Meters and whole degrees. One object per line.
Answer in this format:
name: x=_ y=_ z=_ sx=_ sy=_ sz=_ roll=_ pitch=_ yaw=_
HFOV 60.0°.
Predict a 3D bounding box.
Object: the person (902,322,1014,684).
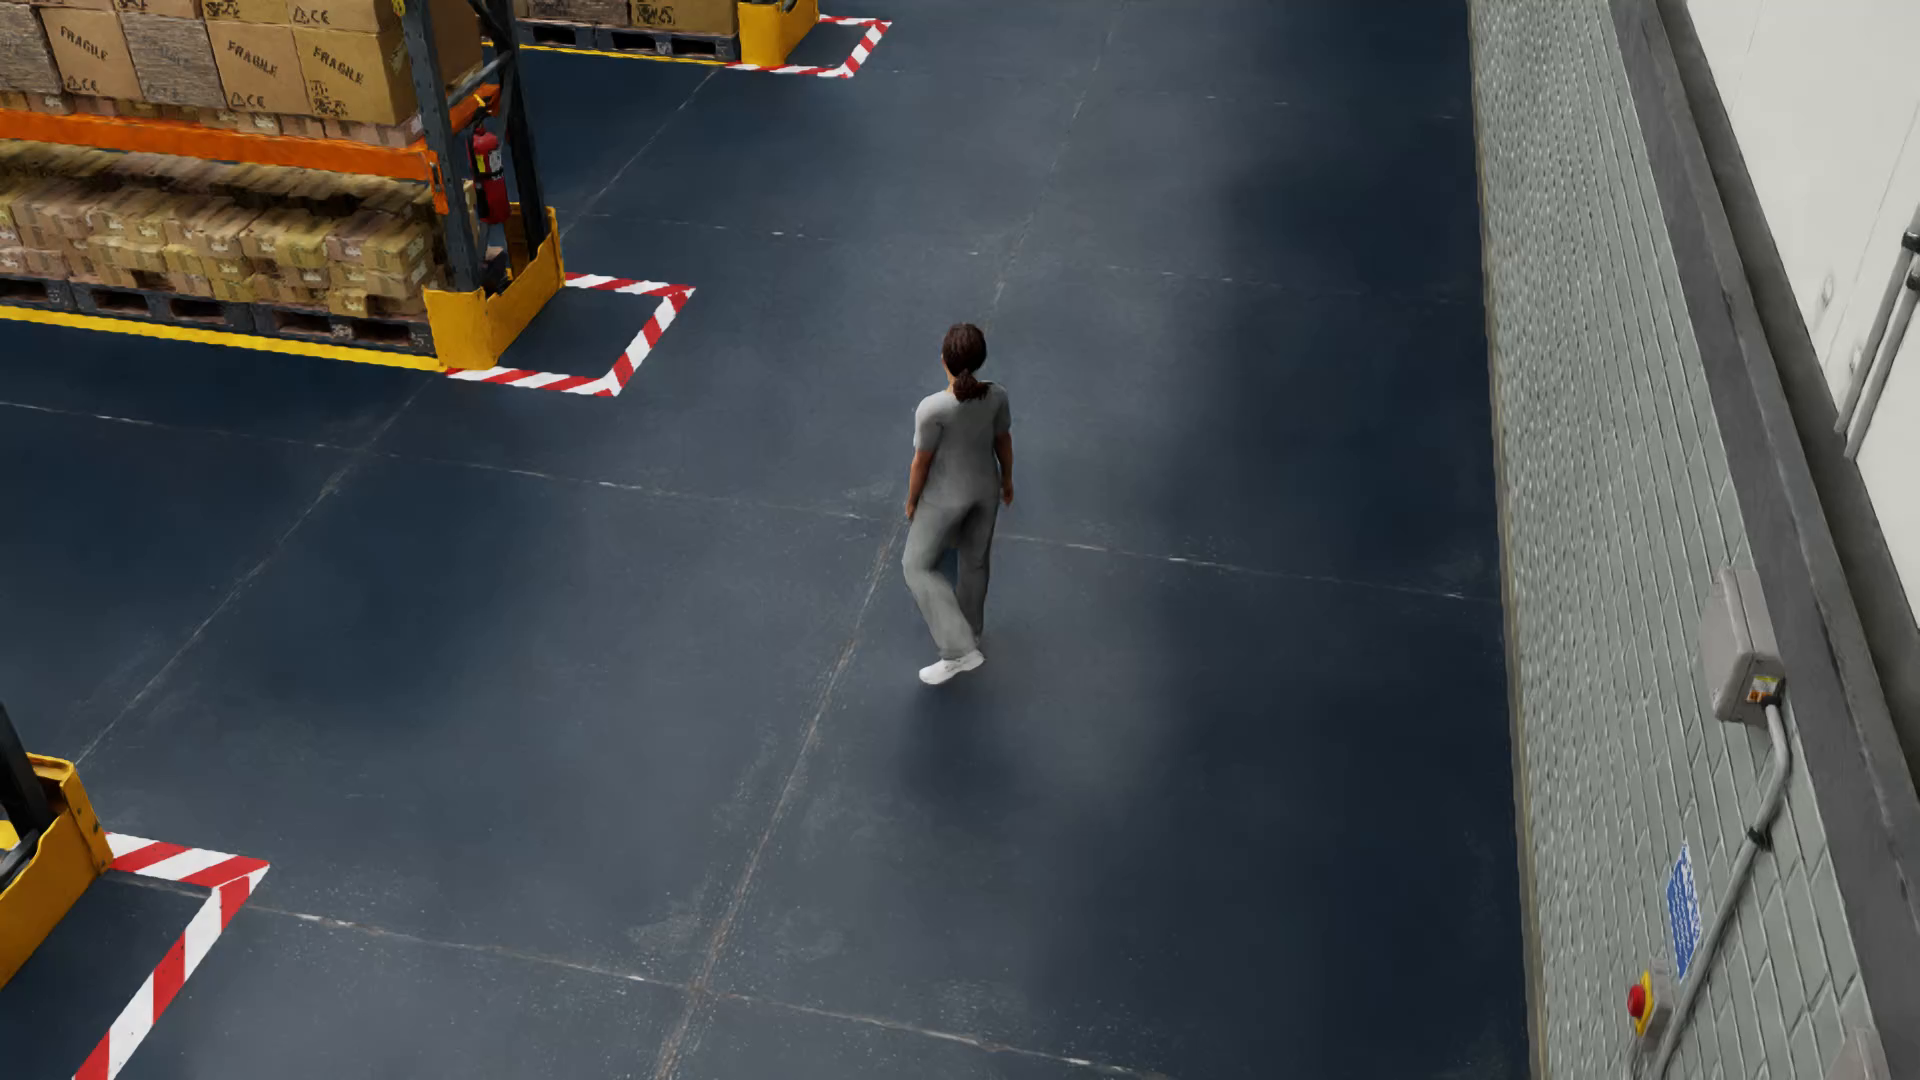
person: x=0.008 y=-0.138 z=7.177 sx=0.575 sy=1.631 sz=0.570 roll=-18 pitch=40 yaw=-22
